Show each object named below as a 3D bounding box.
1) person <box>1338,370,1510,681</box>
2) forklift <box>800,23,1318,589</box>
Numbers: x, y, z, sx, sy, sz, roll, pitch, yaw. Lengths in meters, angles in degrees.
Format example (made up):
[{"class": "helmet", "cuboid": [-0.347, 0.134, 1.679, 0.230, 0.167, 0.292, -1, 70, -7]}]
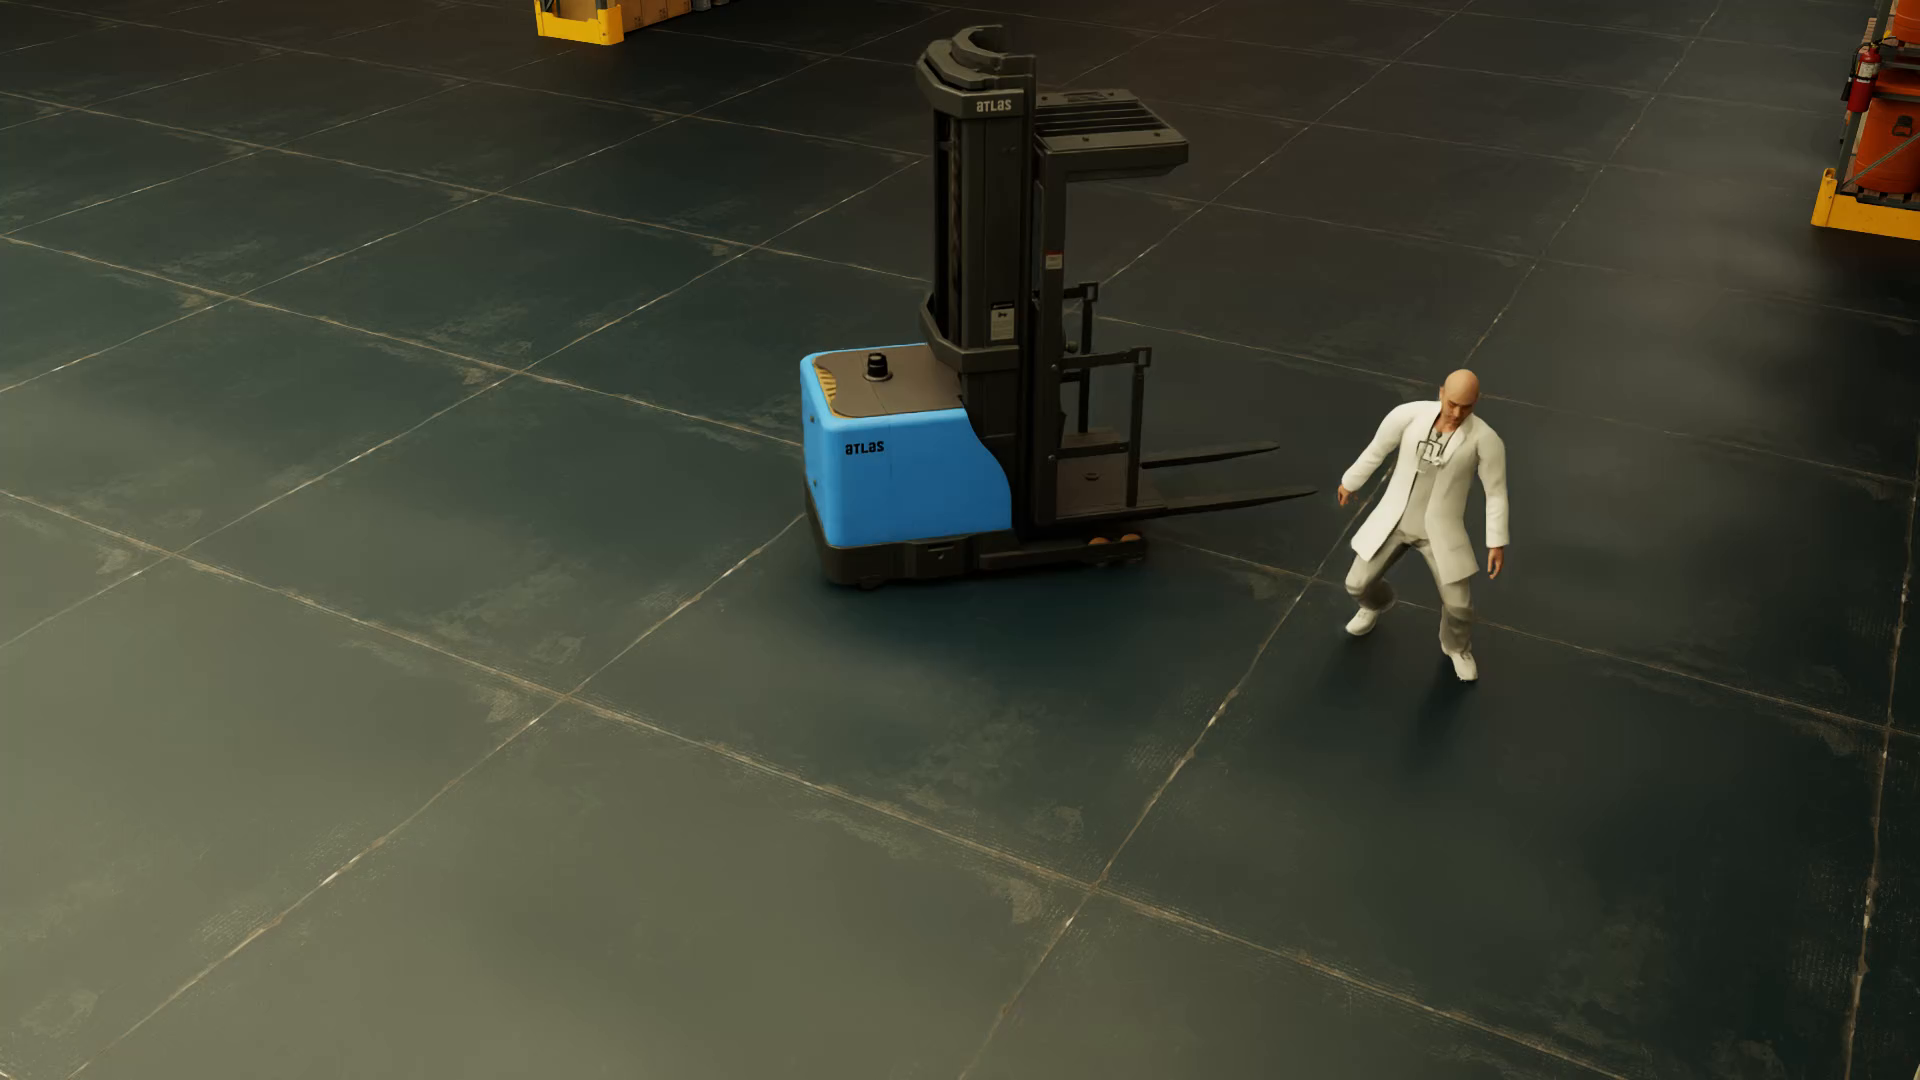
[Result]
[{"class": "person", "cuboid": [2.361, -0.119, 8.537, 0.942, 1.684, 0.572, 19, 35, 29]}, {"class": "forklift", "cuboid": [0.621, -1.366, 9.438, 3.031, 2.935, 1.130, -7, 31, -11]}]
